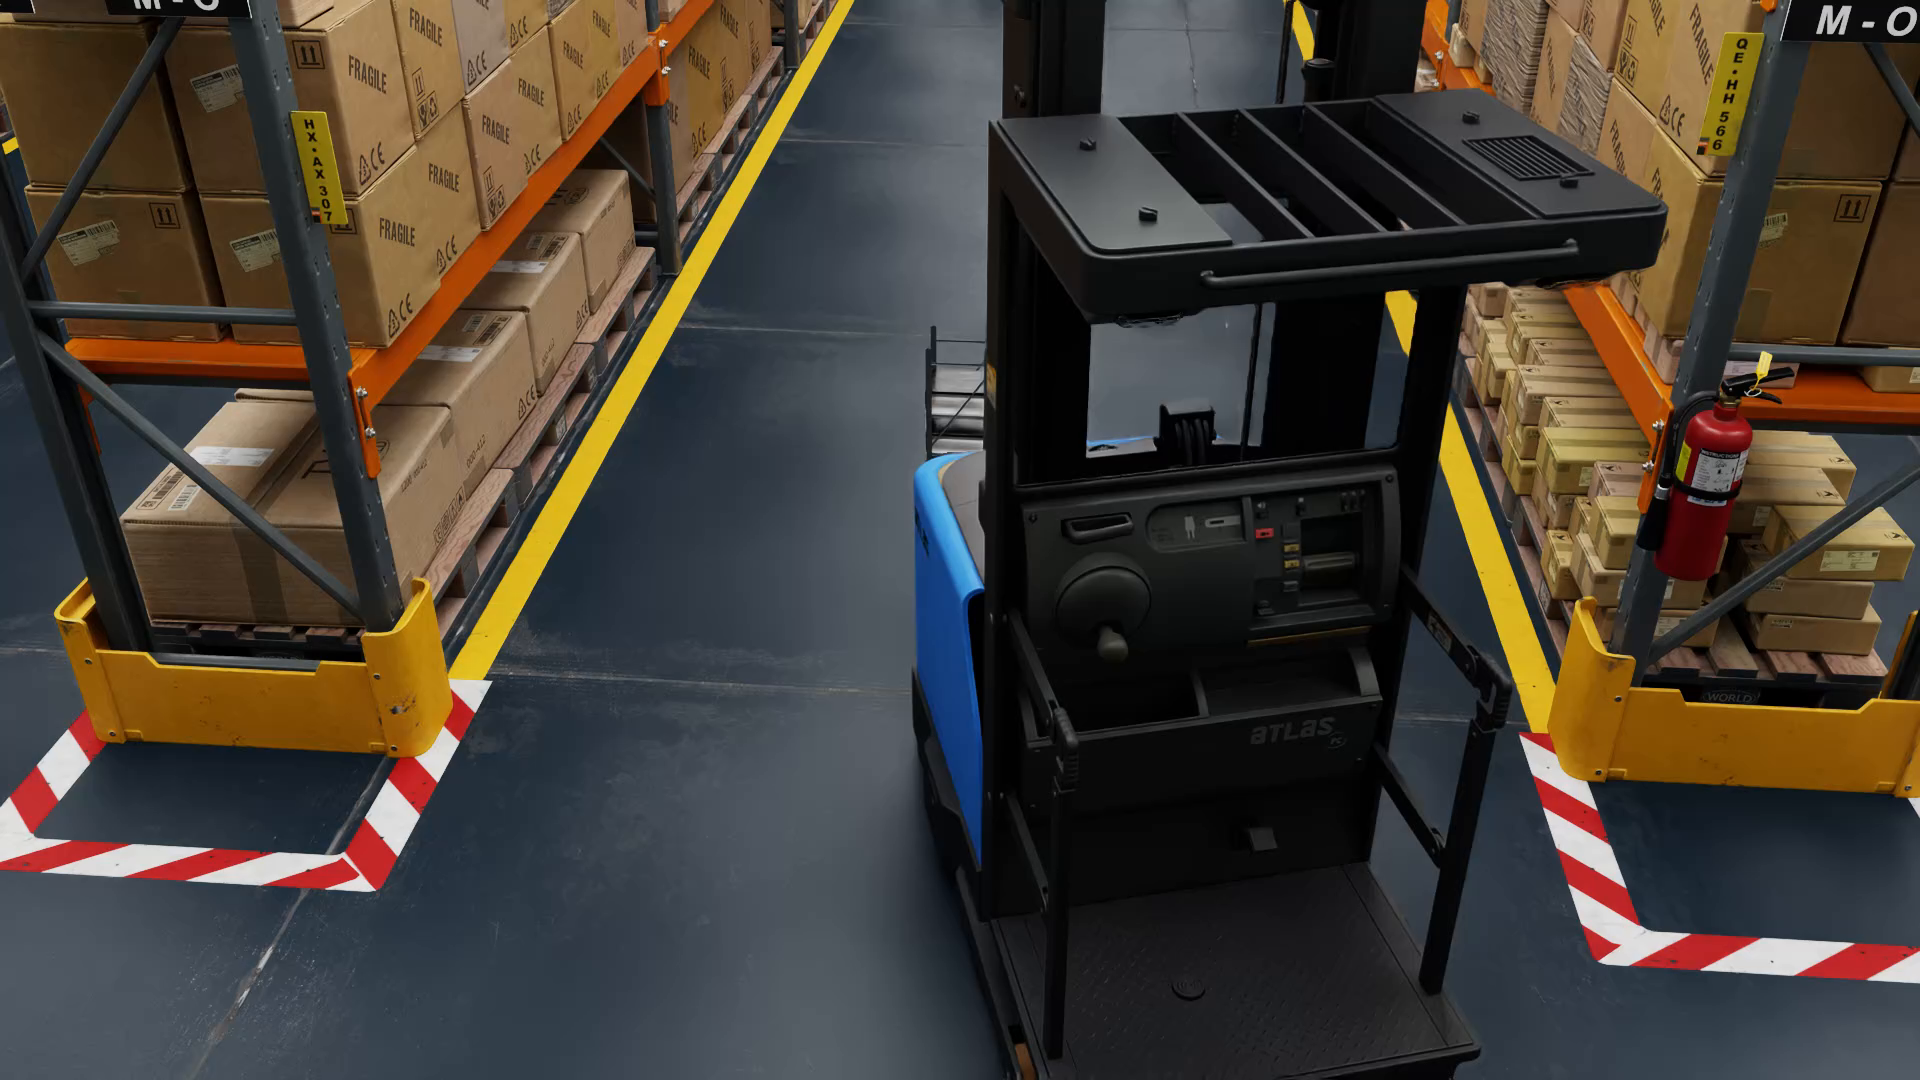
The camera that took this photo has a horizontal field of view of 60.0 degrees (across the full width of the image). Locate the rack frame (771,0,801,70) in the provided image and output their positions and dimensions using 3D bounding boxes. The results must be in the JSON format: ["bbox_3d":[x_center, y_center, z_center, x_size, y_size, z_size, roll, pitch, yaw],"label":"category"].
[{"bbox_3d":[-1.707,-4.855,11.768,1.000,3.000,0.127,2,32,4],"label":"rack frame"}]

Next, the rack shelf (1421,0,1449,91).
[{"bbox_3d":[3.072,-3.344,10.003,1.077,0.370,4.000,2,32,4],"label":"rack shelf"}]

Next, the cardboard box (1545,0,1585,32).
[{"bbox_3d":[2.488,-2.171,6.083,0.500,0.500,0.500,1,32,2],"label":"cardboard box"}]

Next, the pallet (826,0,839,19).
[{"bbox_3d":[-1.540,-4.712,14.195,1.003,0.211,1.213,2,32,4],"label":"pallet"}]

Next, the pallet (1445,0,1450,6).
[{"bbox_3d":[3.117,-2.916,8.806,1.003,0.211,1.213,2,32,4],"label":"pallet"}]

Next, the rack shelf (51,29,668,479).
[{"bbox_3d":[-2.195,-1.411,6.866,1.077,0.370,4.000,2,32,4],"label":"rack shelf"}]

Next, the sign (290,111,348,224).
[{"bbox_3d":[-1.806,-1.047,4.689,0.100,0.325,0.005,2,32,4],"label":"sign"}]

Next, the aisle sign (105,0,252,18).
[{"bbox_3d":[-2.075,-1.728,4.217,0.394,0.787,0.004,2,32,4],"label":"aisle sign"}]

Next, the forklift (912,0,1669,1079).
[{"bbox_3d":[0.652,0.112,3.775,1.130,2.935,3.031,-6,32,-10],"label":"forklift"}]

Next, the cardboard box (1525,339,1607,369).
[{"bbox_3d":[2.529,-0.697,6.772,0.380,0.149,0.250,1,32,2],"label":"cardboard box"}]

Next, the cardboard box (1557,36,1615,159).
[{"bbox_3d":[2.443,-1.462,5.885,0.500,0.500,0.500,3,32,4],"label":"cardboard box"}]

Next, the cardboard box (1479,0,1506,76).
[{"bbox_3d":[2.585,-2.266,7.189,0.500,0.500,0.500,2,32,4],"label":"cardboard box"}]

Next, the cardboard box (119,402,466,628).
[{"bbox_3d":[-2.404,-0.109,6.109,0.875,0.438,0.875,1,32,2],"label":"cardboard box"}]

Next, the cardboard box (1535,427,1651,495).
[{"bbox_3d":[2.346,-0.289,6.109,0.380,0.149,0.250,2,32,3],"label":"cardboard box"}]

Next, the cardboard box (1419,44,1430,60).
[{"bbox_3d":[2.773,-2.707,9.550,0.500,0.250,0.500,4,32,6],"label":"cardboard box"}]

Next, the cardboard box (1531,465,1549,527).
[{"bbox_3d":[2.453,-0.165,6.476,0.380,0.149,0.250,3,32,4],"label":"cardboard box"}]

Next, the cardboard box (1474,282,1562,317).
[{"bbox_3d":[2.521,-1.109,7.440,0.380,0.149,0.250,3,32,5],"label":"cardboard box"}]

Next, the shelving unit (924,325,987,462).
[{"bbox_3d":[-0.001,-0.379,6.507,0.258,0.900,0.210,2,32,4],"label":"shelving unit"}]

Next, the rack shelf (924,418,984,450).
[{"bbox_3d":[-0.001,-0.427,6.477,0.258,0.077,0.200,2,32,4],"label":"rack shelf"}]

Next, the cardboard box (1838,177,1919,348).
[{"bbox_3d":[2.896,-0.905,4.980,0.500,0.500,0.500,4,32,6],"label":"cardboard box"}]

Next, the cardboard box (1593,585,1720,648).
[{"bbox_3d":[2.419,0.238,5.822,0.380,0.149,0.250,3,32,5],"label":"cardboard box"}]

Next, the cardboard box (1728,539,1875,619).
[{"bbox_3d":[2.882,0.133,5.709,0.380,0.149,0.250,4,32,6],"label":"cardboard box"}]

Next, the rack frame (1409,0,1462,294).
[{"bbox_3d":[2.909,-2.604,8.117,1.000,3.000,0.127,2,32,4],"label":"rack frame"}]

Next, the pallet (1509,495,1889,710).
[{"bbox_3d":[2.691,0.211,6.206,1.003,0.211,1.213,2,32,4],"label":"pallet"}]

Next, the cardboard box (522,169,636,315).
[{"bbox_3d":[-2.191,-1.527,8.411,0.875,0.438,0.875,2,32,3],"label":"cardboard box"}]

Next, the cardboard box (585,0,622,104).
[{"bbox_3d":[-1.852,-2.283,7.500,0.500,0.500,0.500,2,32,3],"label":"cardboard box"}]

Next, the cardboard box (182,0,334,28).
[{"bbox_3d":[-2.053,-1.589,4.804,0.380,0.149,0.250,3,32,5],"label":"cardboard box"}]

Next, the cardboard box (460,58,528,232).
[{"bbox_3d":[-1.960,-1.484,6.203,0.500,0.500,0.500,2,32,4],"label":"cardboard box"}]

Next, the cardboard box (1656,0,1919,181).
[{"bbox_3d":[2.373,-1.357,4.762,0.500,0.500,0.500,2,32,3],"label":"cardboard box"}]

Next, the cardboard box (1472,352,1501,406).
[{"bbox_3d":[2.494,-0.713,7.364,0.380,0.149,0.250,2,32,3],"label":"cardboard box"}]

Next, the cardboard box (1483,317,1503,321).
[{"bbox_3d":[2.575,-0.971,7.500,0.380,0.149,0.250,4,32,6],"label":"cardboard box"}]

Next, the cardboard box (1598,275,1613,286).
[{"bbox_3d":[2.389,-0.983,5.725,0.380,0.149,0.250,3,32,5],"label":"cardboard box"}]

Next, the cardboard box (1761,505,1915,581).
[{"bbox_3d":[2.965,0.009,5.626,0.380,0.149,0.250,1,32,2],"label":"cardboard box"}]

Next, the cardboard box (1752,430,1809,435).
[{"bbox_3d":[2.953,-0.399,6.289,0.380,0.149,0.250,1,32,2],"label":"cardboard box"}]

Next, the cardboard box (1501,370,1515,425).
[{"bbox_3d":[2.451,-0.569,6.848,0.380,0.149,0.250,4,32,6],"label":"cardboard box"}]

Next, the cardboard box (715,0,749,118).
[{"bbox_3d":[-1.923,-3.305,10.879,0.875,0.875,0.875,3,32,5],"label":"cardboard box"}]

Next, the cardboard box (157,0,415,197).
[{"bbox_3d":[-2.035,-1.378,5.079,0.500,0.500,0.500,2,32,3],"label":"cardboard box"}]

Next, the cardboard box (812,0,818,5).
[{"bbox_3d":[-1.599,-4.596,13.453,0.950,0.372,0.625,2,32,3],"label":"cardboard box"}]

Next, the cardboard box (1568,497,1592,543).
[{"bbox_3d":[2.417,-0.027,5.968,0.380,0.149,0.250,2,32,3],"label":"cardboard box"}]

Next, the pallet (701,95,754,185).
[{"bbox_3d":[-1.948,-2.622,10.804,1.003,0.211,1.213,2,32,4],"label":"pallet"}]

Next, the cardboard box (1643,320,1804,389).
[{"bbox_3d":[2.328,-0.588,5.085,0.380,0.149,0.250,2,32,4],"label":"cardboard box"}]

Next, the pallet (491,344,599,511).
[{"bbox_3d":[-2.269,-0.542,7.428,1.003,0.211,1.213,2,32,4],"label":"pallet"}]

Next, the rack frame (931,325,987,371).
[{"bbox_3d":[0.008,-0.432,6.593,0.240,0.900,0.006,2,32,4],"label":"rack frame"}]

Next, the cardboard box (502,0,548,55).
[{"bbox_3d":[-1.926,-2.179,6.379,0.500,0.500,0.500,3,32,4],"label":"cardboard box"}]
